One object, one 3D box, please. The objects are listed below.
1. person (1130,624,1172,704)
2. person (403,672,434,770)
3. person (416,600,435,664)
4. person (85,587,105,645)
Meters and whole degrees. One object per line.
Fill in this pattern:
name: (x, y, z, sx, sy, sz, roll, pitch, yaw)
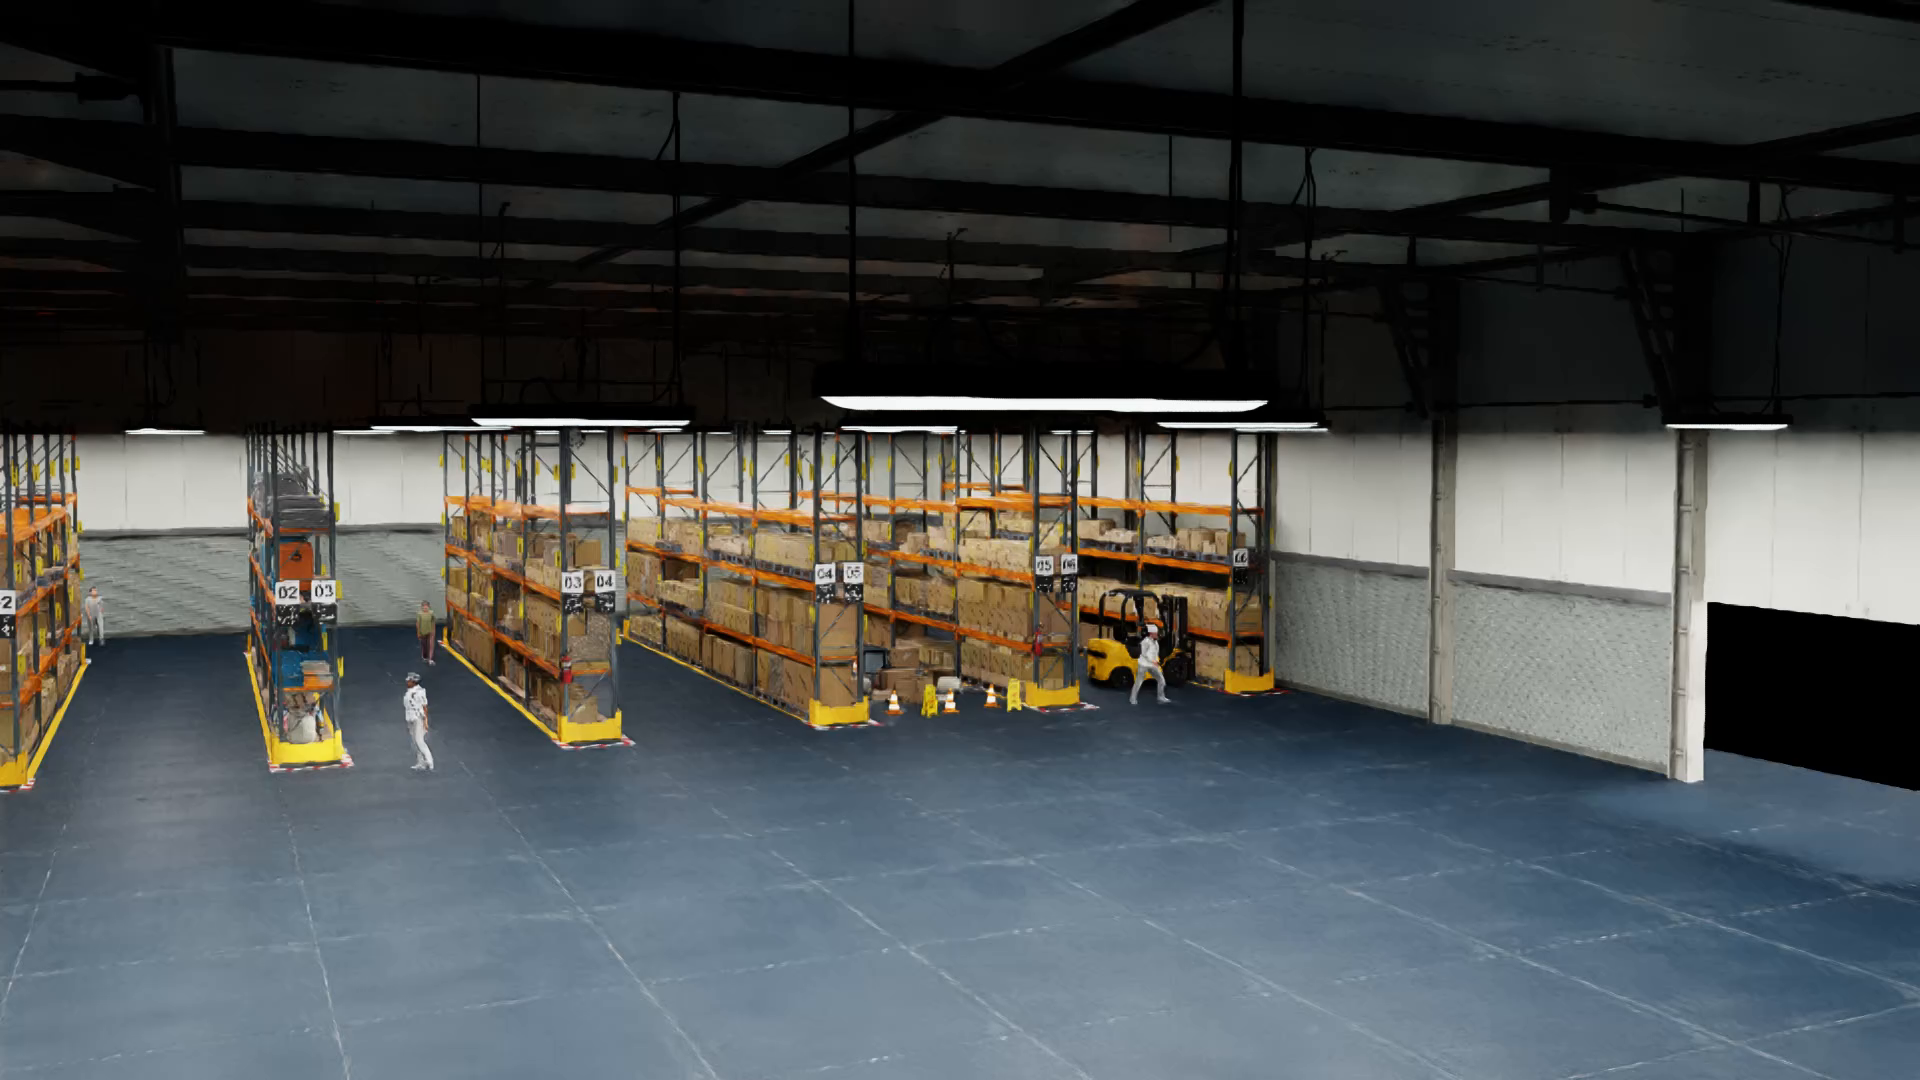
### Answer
person: (4.025, 2.642, 35.465, 0.684, 1.715, 0.795, -3, 5, -44)
person: (-9.265, 3.098, 28.477, 0.568, 1.670, 0.401, 3, 4, 37)
person: (-13.400, 2.375, 41.708, 0.448, 1.439, 1.093, -1, 4, -17)
person: (-23.638, 2.070, 45.413, 0.444, 1.601, 1.013, -2, 4, -33)
